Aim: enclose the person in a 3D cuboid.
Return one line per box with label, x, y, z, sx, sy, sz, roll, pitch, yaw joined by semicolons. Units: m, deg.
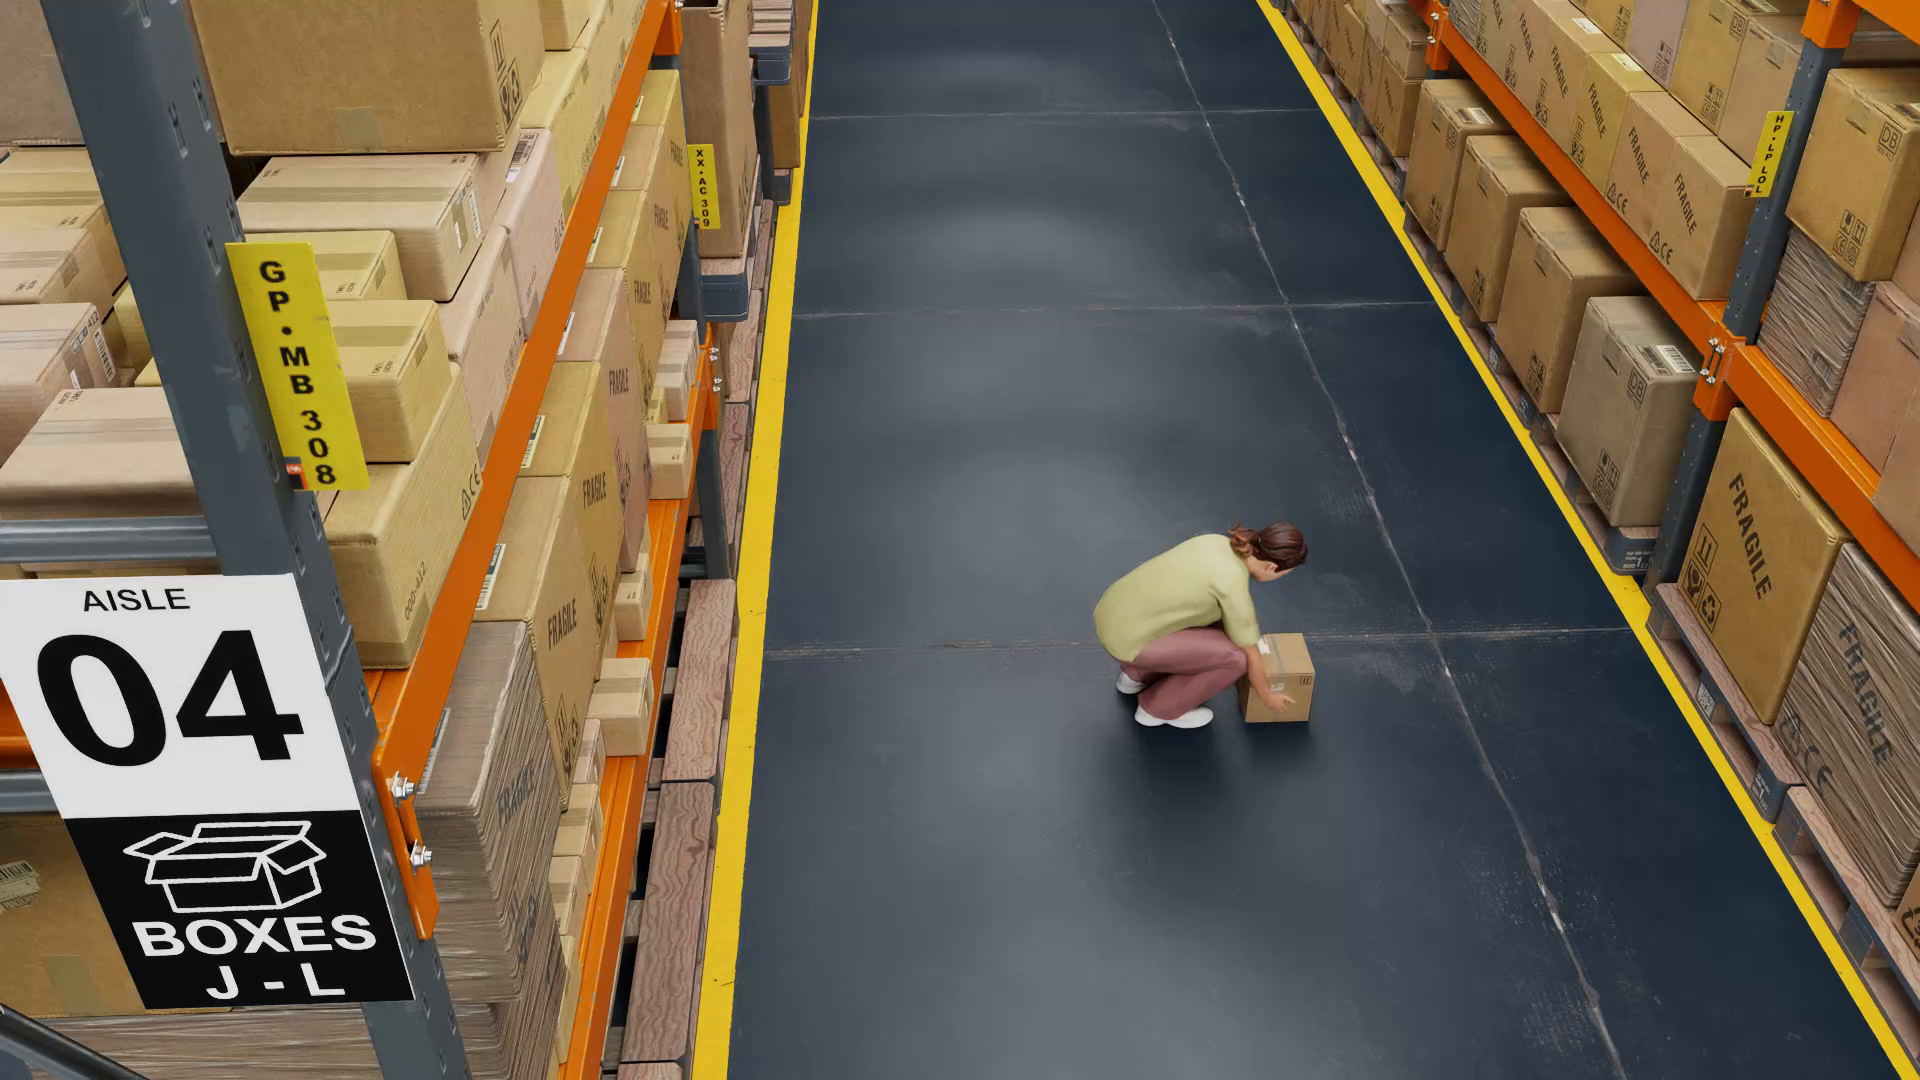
person;0.920;0.314;6.448;0.803;0.820;0.471;-1;35;-2
